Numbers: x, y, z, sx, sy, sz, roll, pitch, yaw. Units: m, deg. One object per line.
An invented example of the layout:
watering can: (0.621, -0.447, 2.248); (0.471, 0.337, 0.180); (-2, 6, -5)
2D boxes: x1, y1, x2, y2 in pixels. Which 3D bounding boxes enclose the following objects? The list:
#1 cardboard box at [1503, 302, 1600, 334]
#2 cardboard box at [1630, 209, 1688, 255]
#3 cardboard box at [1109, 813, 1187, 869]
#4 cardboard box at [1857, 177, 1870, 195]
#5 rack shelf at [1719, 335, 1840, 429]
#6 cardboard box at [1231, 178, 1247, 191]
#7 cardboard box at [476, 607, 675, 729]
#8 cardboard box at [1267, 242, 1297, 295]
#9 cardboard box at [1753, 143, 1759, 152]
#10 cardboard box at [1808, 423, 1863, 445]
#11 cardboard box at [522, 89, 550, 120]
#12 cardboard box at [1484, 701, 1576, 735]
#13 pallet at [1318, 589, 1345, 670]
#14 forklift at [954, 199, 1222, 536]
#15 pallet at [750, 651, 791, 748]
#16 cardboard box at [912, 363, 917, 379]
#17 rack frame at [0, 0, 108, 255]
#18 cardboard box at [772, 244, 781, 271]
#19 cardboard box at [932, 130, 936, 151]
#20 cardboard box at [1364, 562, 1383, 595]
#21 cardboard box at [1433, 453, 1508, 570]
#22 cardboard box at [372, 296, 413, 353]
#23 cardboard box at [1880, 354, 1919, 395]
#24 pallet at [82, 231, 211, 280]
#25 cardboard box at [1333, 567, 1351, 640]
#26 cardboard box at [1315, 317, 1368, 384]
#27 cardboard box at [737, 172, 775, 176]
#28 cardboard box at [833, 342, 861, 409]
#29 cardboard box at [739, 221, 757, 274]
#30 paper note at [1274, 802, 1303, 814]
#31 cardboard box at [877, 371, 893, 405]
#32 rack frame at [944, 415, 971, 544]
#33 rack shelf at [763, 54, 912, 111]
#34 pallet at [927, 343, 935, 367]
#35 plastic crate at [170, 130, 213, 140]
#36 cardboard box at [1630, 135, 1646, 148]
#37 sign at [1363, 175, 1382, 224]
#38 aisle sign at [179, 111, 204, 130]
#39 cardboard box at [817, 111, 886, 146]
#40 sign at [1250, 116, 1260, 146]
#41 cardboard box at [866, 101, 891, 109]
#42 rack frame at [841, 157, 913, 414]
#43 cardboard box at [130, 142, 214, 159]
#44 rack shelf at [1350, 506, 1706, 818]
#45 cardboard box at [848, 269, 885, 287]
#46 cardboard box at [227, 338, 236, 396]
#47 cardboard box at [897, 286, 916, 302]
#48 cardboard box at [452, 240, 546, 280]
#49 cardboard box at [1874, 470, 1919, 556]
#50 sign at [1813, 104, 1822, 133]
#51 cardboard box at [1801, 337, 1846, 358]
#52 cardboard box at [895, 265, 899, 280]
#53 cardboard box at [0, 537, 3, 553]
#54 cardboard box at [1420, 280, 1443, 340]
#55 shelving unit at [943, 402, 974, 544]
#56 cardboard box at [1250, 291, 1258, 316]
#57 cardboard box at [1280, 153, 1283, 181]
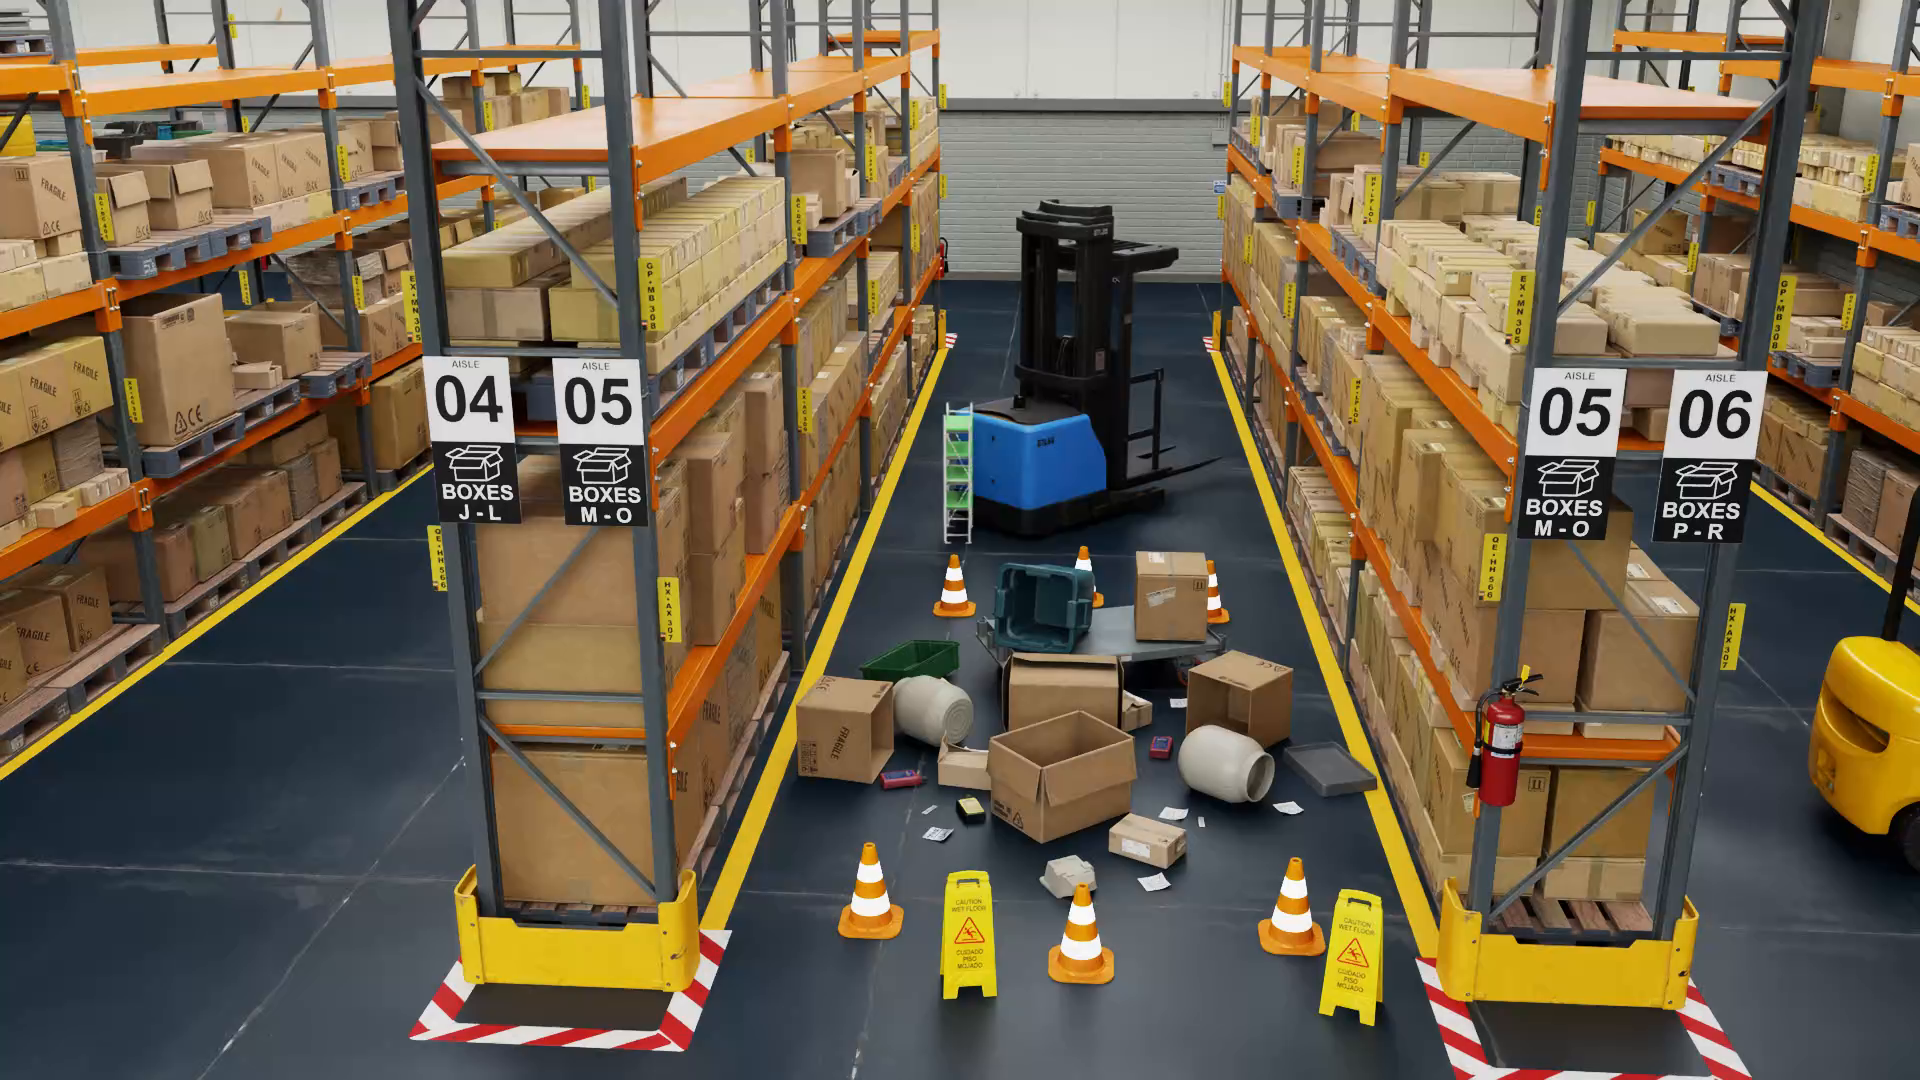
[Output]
cardboard box: (2.798, -1.029, 7.880); (0.380, 0.149, 0.250); (2, 18, 5)
cardboard box: (8.701, -3.839, 20.707); (0.500, 0.500, 0.500); (2, 18, 5)
cardboard box: (1.091, 1.749, 9.672); (0.380, 0.149, 0.250); (12, 22, 32)
cardboard box: (8.322, -3.188, 14.944); (0.380, 0.149, 0.250); (2, 18, 5)
rack shelf: (8.680, -1.808, 17.105); (1.077, 0.370, 4.000); (1, 18, 4)
cardboard box: (3.776, -4.688, 21.933); (0.380, 0.149, 0.250); (2, 18, 6)
cardboard box: (-1.952, 0.580, 8.422); (0.875, 0.550, 0.550); (1, 18, 4)
cardboard box: (3.475, -2.798, 17.205); (0.500, 0.500, 0.500); (1, 18, 3)
cardboard box: (8.404, -4.059, 17.093); (0.380, 0.149, 0.250); (2, 18, 5)
cardboard box: (8.319, -1.007, 15.806); (0.380, 0.149, 0.250); (0, 18, 1)
cardboard box: (-5.870, -5.729, 22.105); (0.700, 0.500, 0.500); (1, 18, 2)
cardboard box: (2.825, 0.845, 8.257); (0.380, 0.149, 0.250); (2, 18, 6)
pallet: (3.353, 0.687, 12.813); (1.003, 0.211, 1.213); (1, 18, 4)
forklift: (1.371, -1.795, 16.020); (3.031, 2.935, 1.130); (-16, 24, -40)
pallet: (-1.779, 1.085, 11.601); (1.003, 0.211, 1.213); (1, 18, 4)
cardboard box: (-0.728, -2.051, 20.119); (0.380, 0.149, 0.250); (2, 18, 6)
rack frame: (-6.586, -3.468, 11.382); (1.000, 3.000, 0.127); (1, 18, 4)
cardboard box: (-1.371, -1.830, 10.767); (0.380, 0.149, 0.250); (2, 18, 5)
cardboard box: (-0.584, -5.250, 21.879); (0.500, 0.250, 0.500); (1, 18, 4)
cardboard box: (2.918, 0.261, 11.130); (0.380, 0.149, 0.250); (2, 18, 5)
cardboard box: (2.874, -0.138, 8.610); (0.700, 0.500, 0.500); (1, 18, 4)
cardboard box: (-5.959, -2.212, 17.023); (0.500, 0.500, 0.500); (1, 18, 2)
cardboard box: (8.224, -1.407, 14.164); (0.500, 0.250, 0.500); (2, 18, 6)
pallet: (-6.436, -2.143, 12.456); (1.213, 0.211, 1.003); (1, 18, 4)
cardboard box: (3.333, 0.490, 12.482); (0.950, 0.372, 0.625); (2, 18, 5)
cardboard box: (3.260, -1.565, 13.896); (0.500, 0.500, 0.500); (2, 18, 5)
cardboard box: (-1.667, -2.943, 14.003); (0.500, 0.250, 0.500); (2, 18, 5)
cardboard box: (-1.161, -1.464, 14.740); (0.500, 0.500, 0.500); (1, 18, 4)
cardboard box: (-1.500, -1.747, 9.874); (0.500, 0.250, 0.500); (1, 18, 3)
paper note: (2.017, 1.639, 10.200); (0.142, 0.019, 0.148); (-5, 19, -15)
cardboard box: (-0.984, -1.605, 17.466); (0.500, 0.250, 0.500); (1, 18, 4)
rack frame: (-0.025, -0.536, 14.958); (0.240, 1.200, 0.015); (1, 18, 2)
rack shelf: (-1.216, -4.657, 16.809); (1.077, 0.370, 4.000); (1, 18, 4)
pallet: (-0.885, -2.602, 22.851); (1.003, 0.211, 1.213); (1, 18, 4)
plastic crate: (-10.452, -5.467, 22.639); (0.450, 0.188, 0.336); (1, 18, 4)
cardboard box: (8.740, -5.060, 20.821); (0.500, 0.250, 0.500); (1, 18, 2)
sign: (2.744, -2.265, 11.066); (0.100, 0.325, 0.005); (1, 18, 4)
aisle sign: (-10.957, -5.719, 23.711); (0.394, 0.787, 0.004); (1, 18, 4)
cardboard box: (-1.210, -4.517, 18.565); (0.700, 0.500, 0.500); (1, 18, 4)
sign: (3.318, -4.601, 18.700); (0.100, 0.325, 0.005); (1, 18, 4)
cardboard box: (-1.096, -5.568, 21.407); (0.380, 0.149, 0.250); (2, 18, 5)
rack frame: (-1.073, -2.960, 19.465); (1.000, 3.000, 0.127); (1, 18, 4)
cardboard box: (-6.659, -3.116, 14.161); (0.500, 0.500, 0.500); (1, 18, 2)
rack shelf: (3.155, 0.567, 9.857); (1.077, 0.370, 4.000); (1, 18, 4)
cardboard box: (-1.001, -2.789, 17.717); (0.380, 0.149, 0.250); (0, 18, 1)
cardboard box: (-6.554, -1.406, 13.884); (0.797, 0.503, 0.637); (3, 18, 10)
cardboard box: (-0.726, -2.921, 19.750); (0.380, 0.149, 0.250); (2, 18, 6)
cardboard box: (-2.228, -1.354, 8.037); (0.380, 0.149, 0.250); (1, 18, 4)
cardboard box: (8.439, -0.203, 14.192); (0.875, 0.625, 0.625); (2, 18, 6)
sign: (9.377, -4.618, 18.245); (0.100, 0.325, 0.005); (1, 18, 4)
cardboard box: (8.201, -1.821, 15.720); (0.380, 0.149, 0.250); (2, 18, 5)
cardboard box: (-0.904, -3.053, 19.002); (0.380, 0.149, 0.250); (2, 18, 6)
cardboard box: (-6.431, 0.041, 10.710); (0.380, 0.149, 0.250); (1, 18, 4)
cardboard box: (2.883, -1.288, 9.310); (0.500, 0.250, 0.500); (1, 18, 4)
shelving unit: (-0.014, -0.611, 15.189); (0.258, 1.200, 0.503); (1, 18, 2)
cardboard box: (3.577, -2.678, 18.848); (0.500, 0.250, 0.500); (1, 18, 3)
cardboard box: (3.335, -3.635, 16.250); (0.396, 0.266, 0.258); (1, 18, 3)
